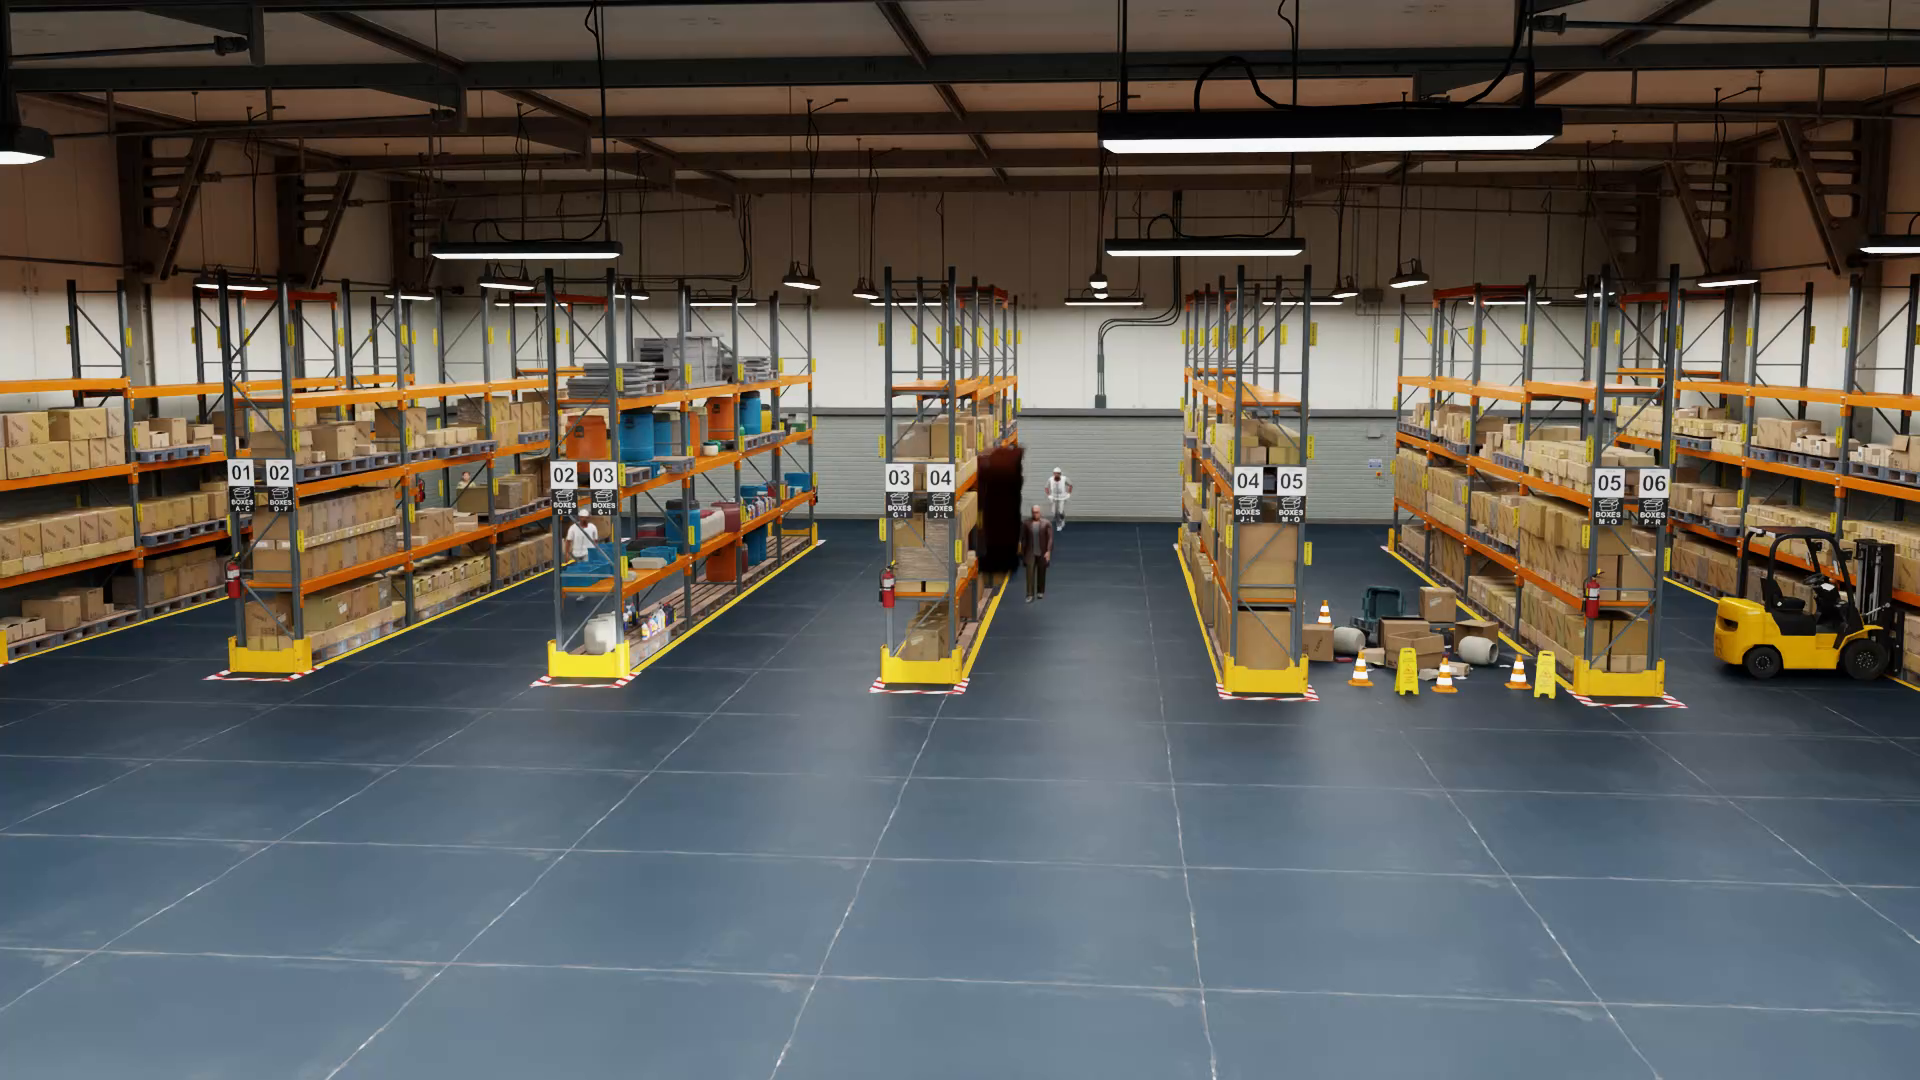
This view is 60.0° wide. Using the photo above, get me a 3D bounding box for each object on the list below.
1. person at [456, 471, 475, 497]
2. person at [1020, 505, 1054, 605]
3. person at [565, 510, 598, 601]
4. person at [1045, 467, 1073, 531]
[{"bbox_3d":[-12.569,-0.962,42.373,0.482,1.608,1.106,-3,7,-21],"label":"person"},{"bbox_3d":[1.376,0.238,29.535,0.591,1.726,1.080,0,7,0],"label":"person"},{"bbox_3d":[-7.254,0.276,31.753,0.526,1.712,1.022,1,7,10],"label":"person"},{"bbox_3d":[2.547,-1.057,43.085,0.692,1.676,0.683,2,7,14],"label":"person"}]
